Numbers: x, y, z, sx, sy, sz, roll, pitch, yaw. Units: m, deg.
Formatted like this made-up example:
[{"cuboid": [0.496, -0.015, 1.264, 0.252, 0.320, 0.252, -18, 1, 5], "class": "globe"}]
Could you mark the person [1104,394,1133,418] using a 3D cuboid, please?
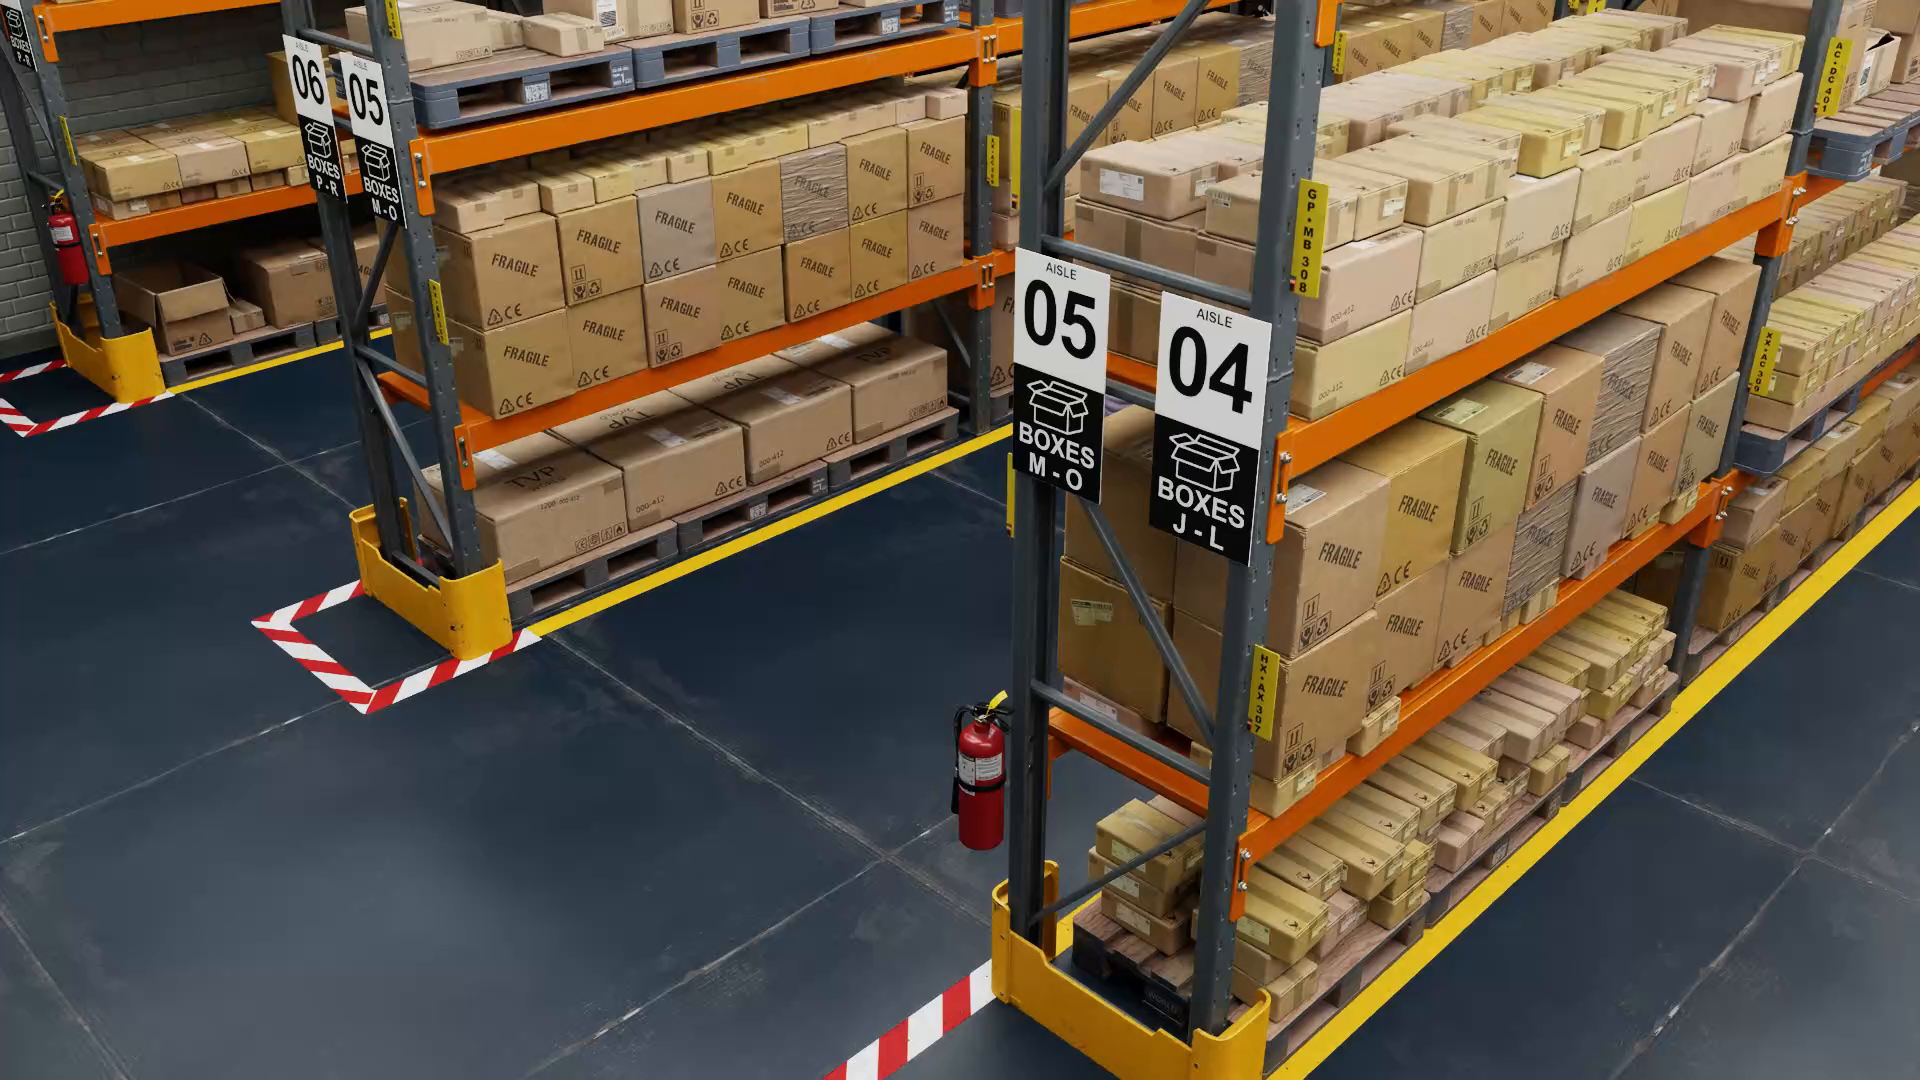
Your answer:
[{"cuboid": [0.935, -0.522, 9.629, 0.537, 1.636, 0.373, 25, 37, 38], "class": "person"}]
